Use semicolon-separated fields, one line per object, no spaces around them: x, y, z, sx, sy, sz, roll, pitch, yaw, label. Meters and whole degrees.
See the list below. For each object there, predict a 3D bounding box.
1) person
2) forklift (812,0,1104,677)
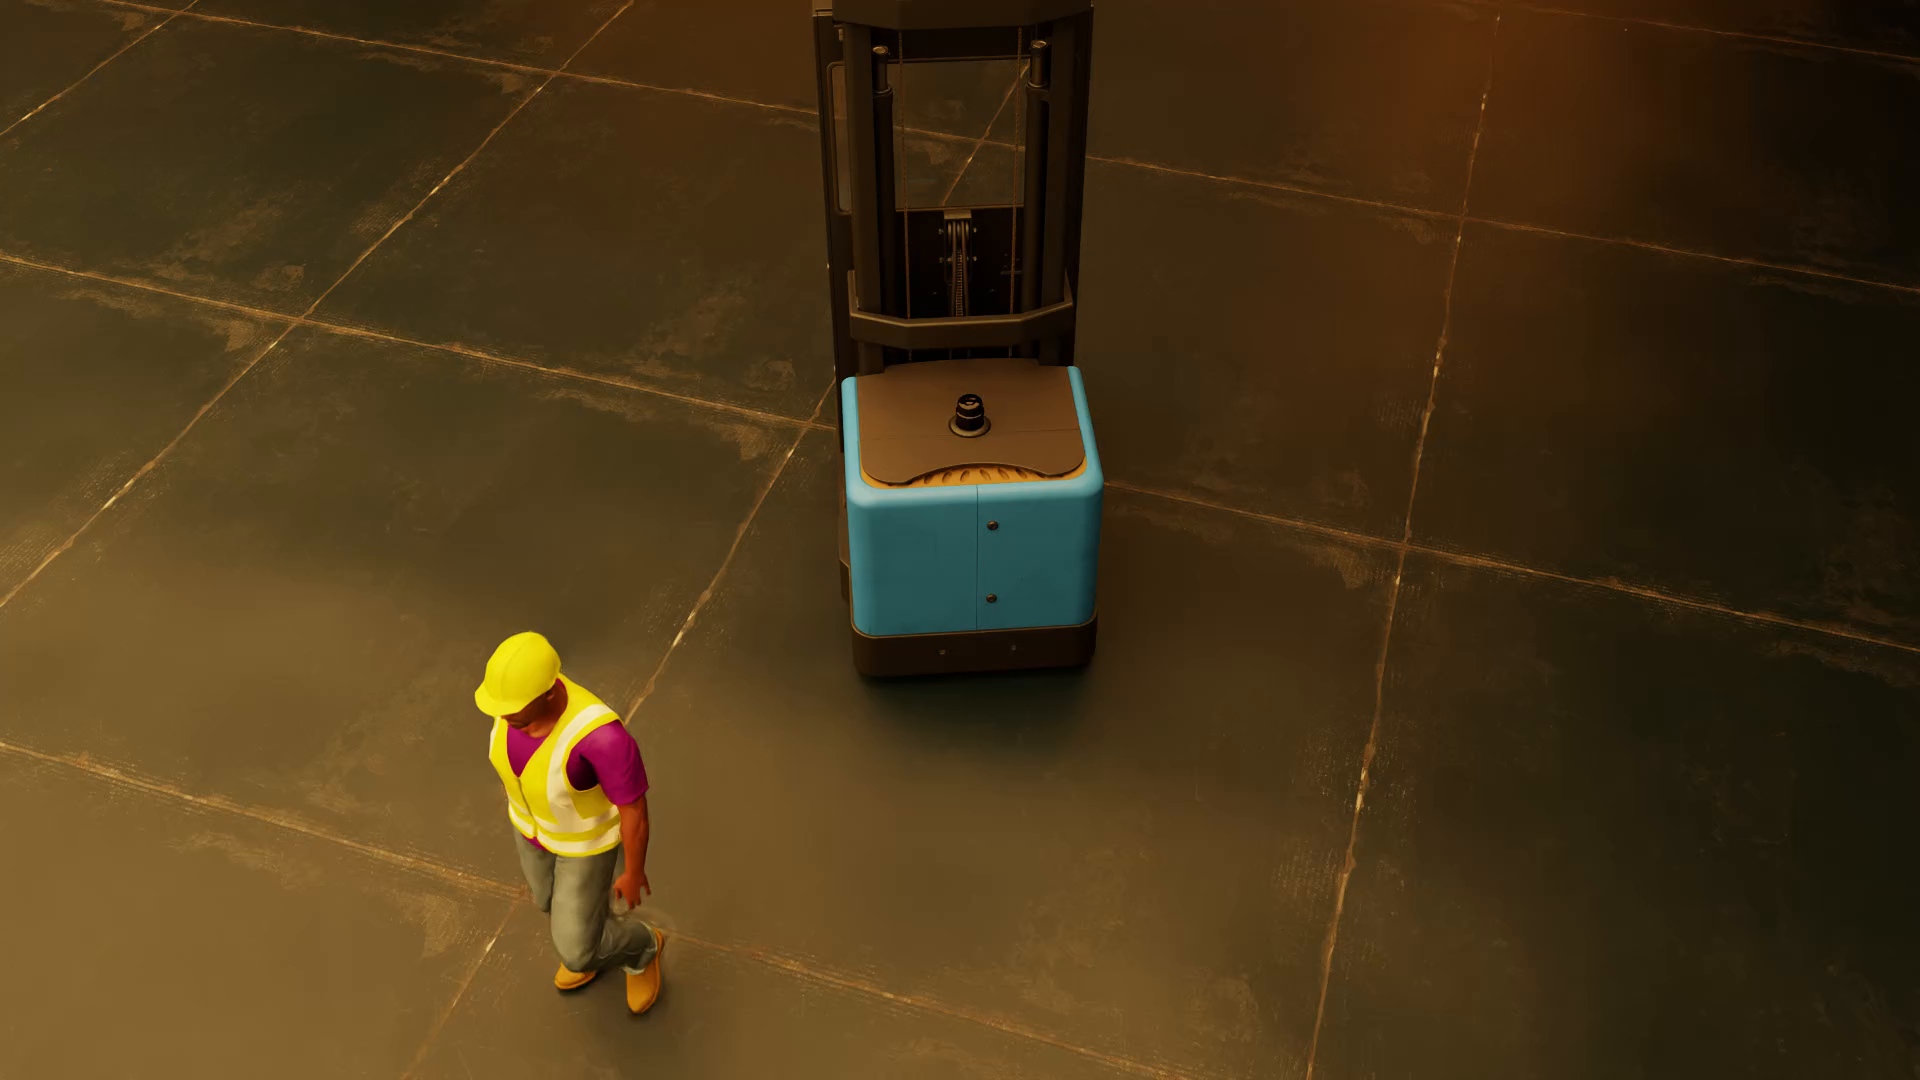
-1.324;0.976;5.511;0.714;1.747;0.469;25;48;24;person
-0.048;-1.486;7.287;1.130;2.935;3.031;-3;43;-3;forklift
